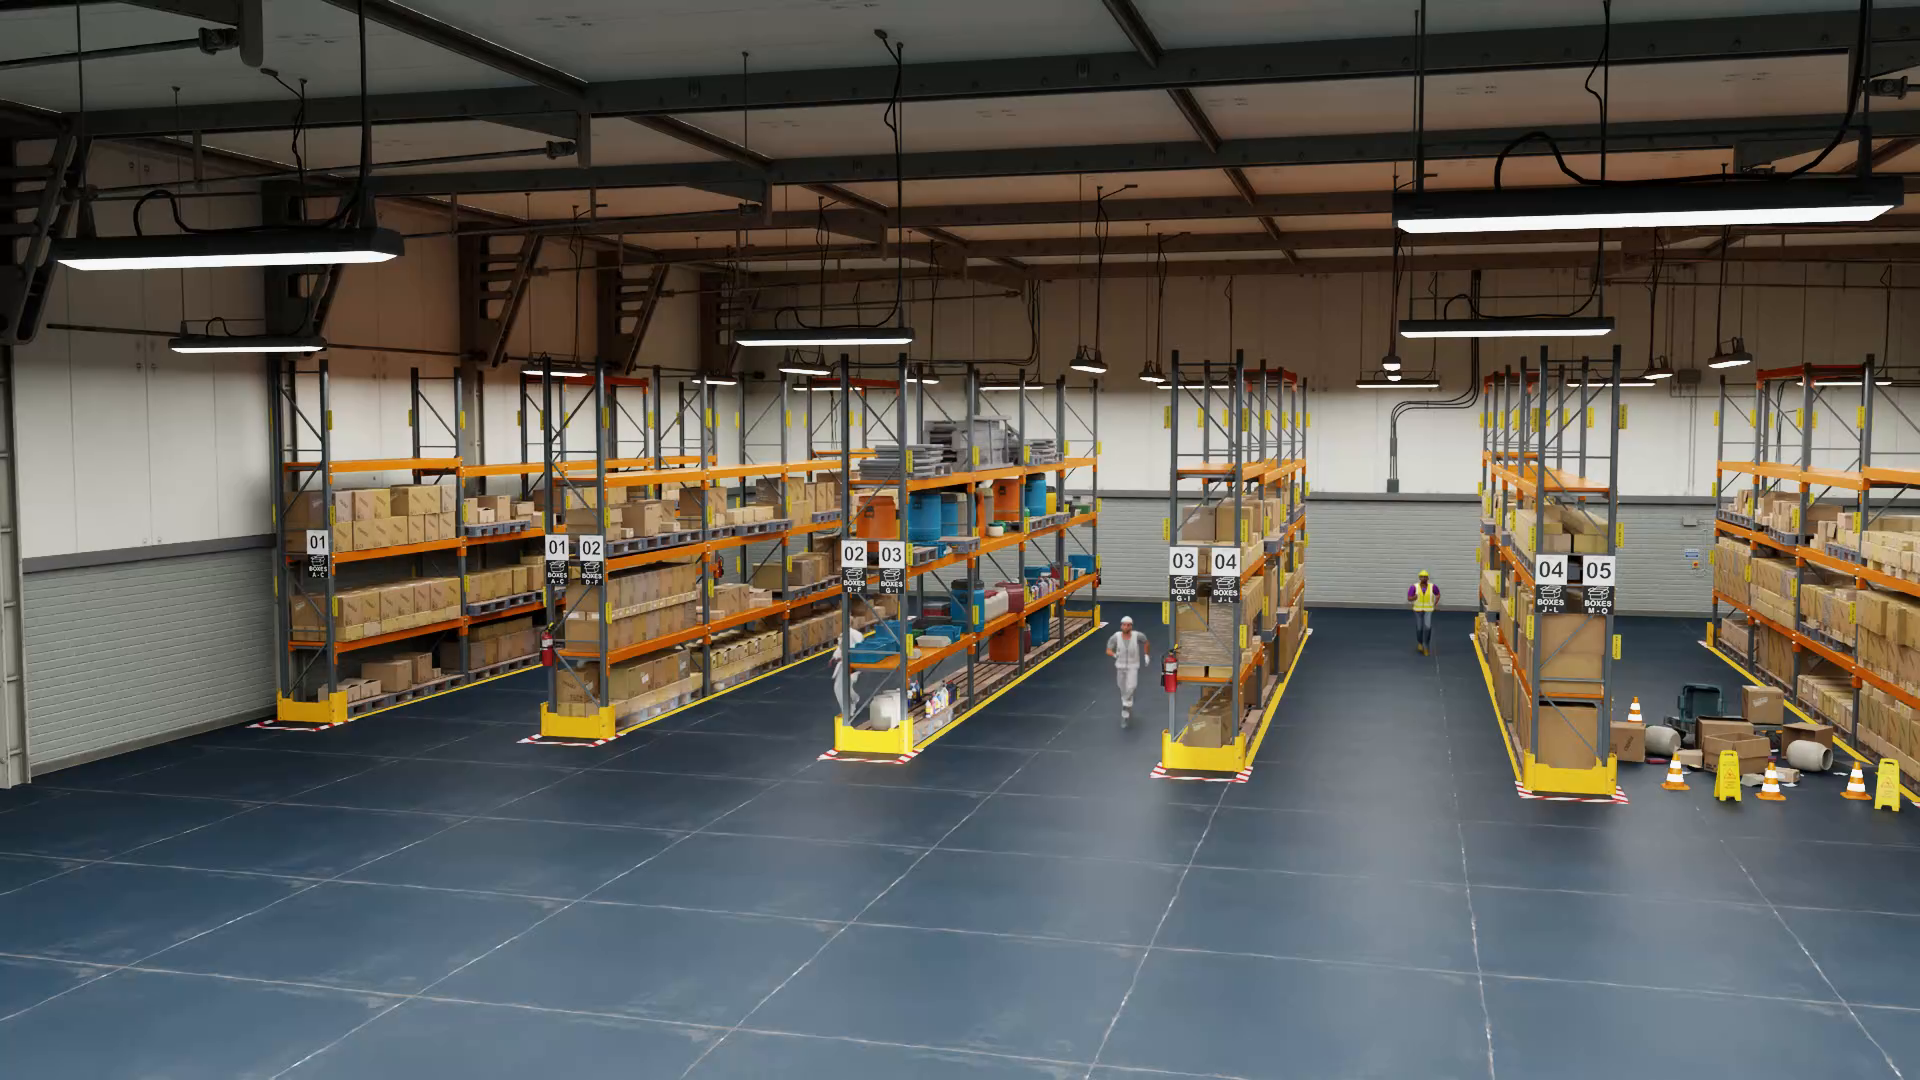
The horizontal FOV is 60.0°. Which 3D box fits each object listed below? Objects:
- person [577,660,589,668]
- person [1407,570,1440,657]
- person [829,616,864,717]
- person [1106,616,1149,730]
[{"bbox_3d":[-6.786,1.961,30.485,0.599,1.663,0.837,2,4,23],"label":"person"},{"bbox_3d":[9.898,1.559,35.536,0.677,1.823,0.738,1,4,17],"label":"person"},{"bbox_3d":[-1.925,2.143,28.000,0.838,1.758,0.614,3,5,38],"label":"person"},{"bbox_3d":[2.754,2.143,27.376,0.692,1.816,0.984,1,4,11],"label":"person"}]
